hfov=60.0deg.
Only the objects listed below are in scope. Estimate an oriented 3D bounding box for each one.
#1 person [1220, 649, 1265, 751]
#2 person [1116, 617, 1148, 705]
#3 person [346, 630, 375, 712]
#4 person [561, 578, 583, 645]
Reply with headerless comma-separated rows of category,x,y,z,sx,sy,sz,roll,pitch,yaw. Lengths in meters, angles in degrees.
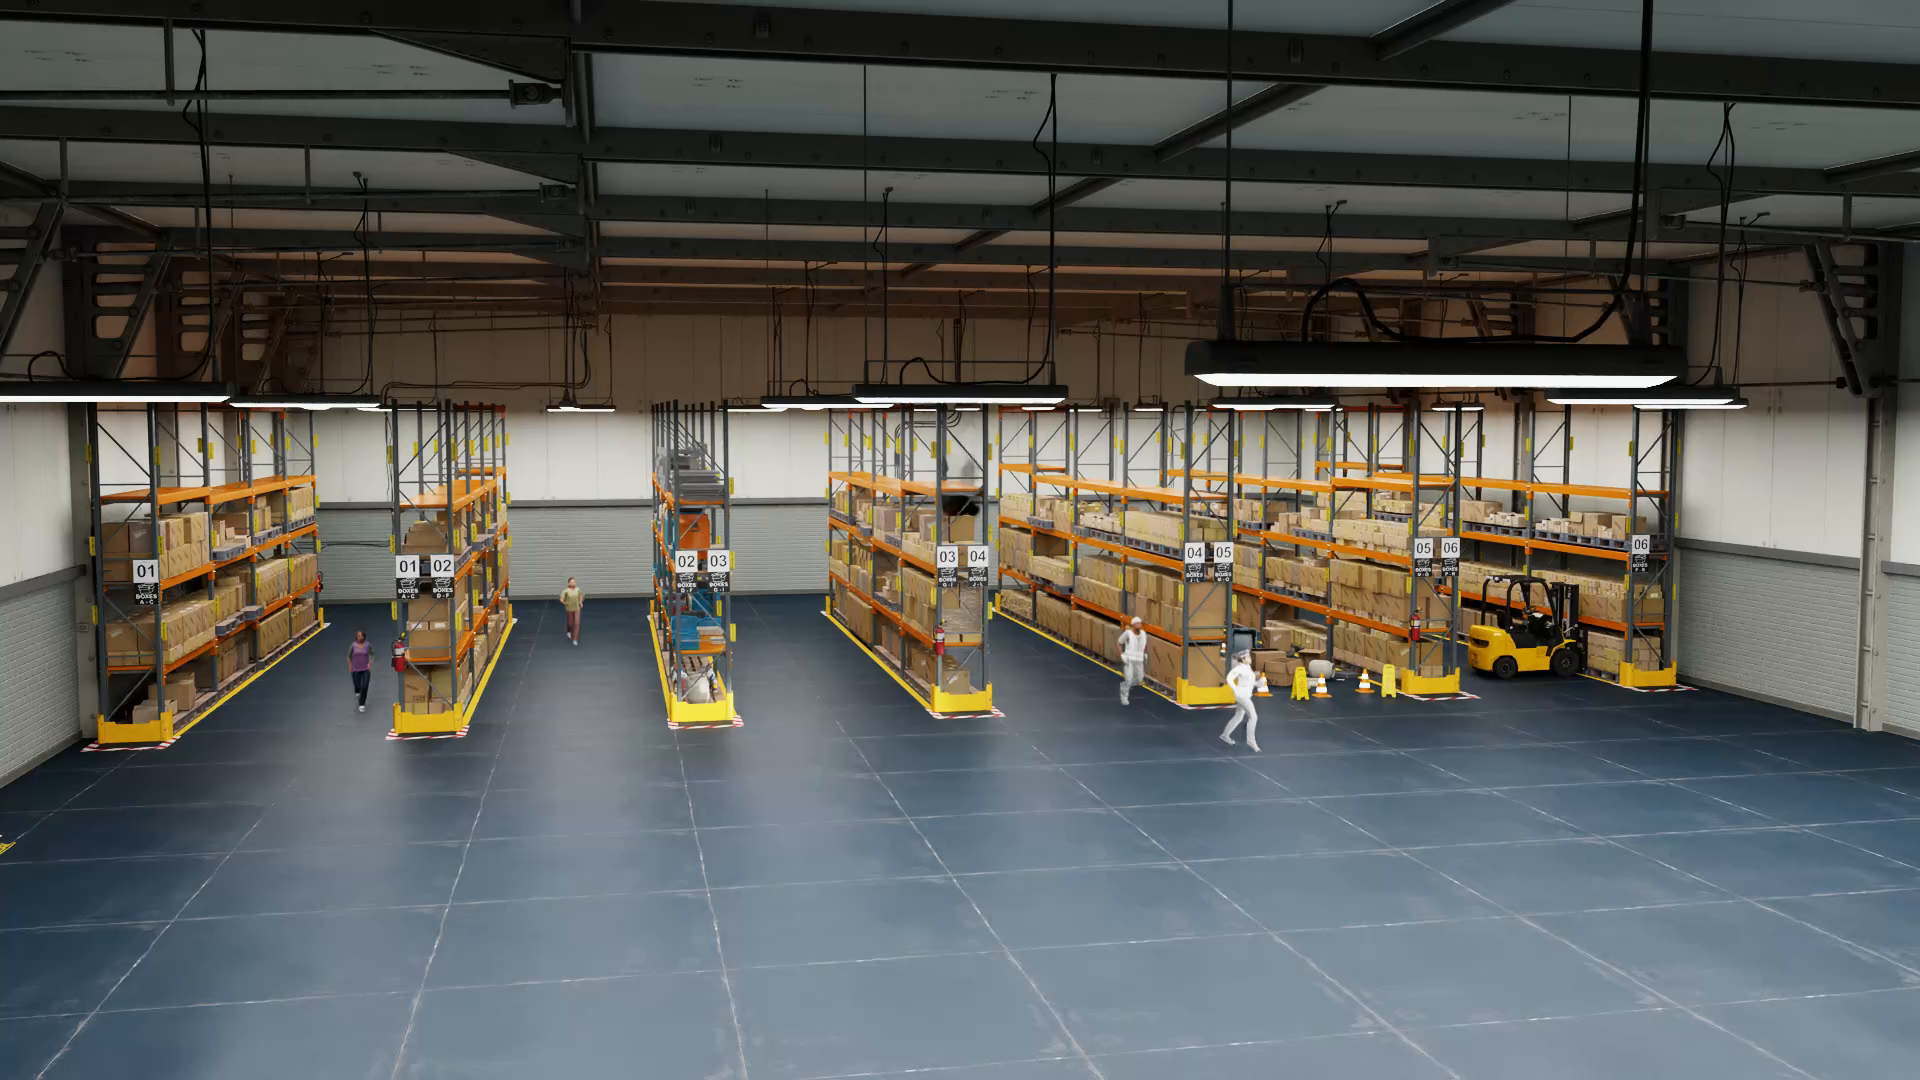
person,4.832,2.736,28.498,0.769,1.755,0.553,2,5,21
person,3.435,2.383,33.056,0.729,1.721,0.566,-2,5,-23
person,-11.605,2.525,32.229,0.537,1.558,0.549,-2,5,-22
person,-9.695,1.769,41.609,0.583,1.663,0.870,-2,5,-24
